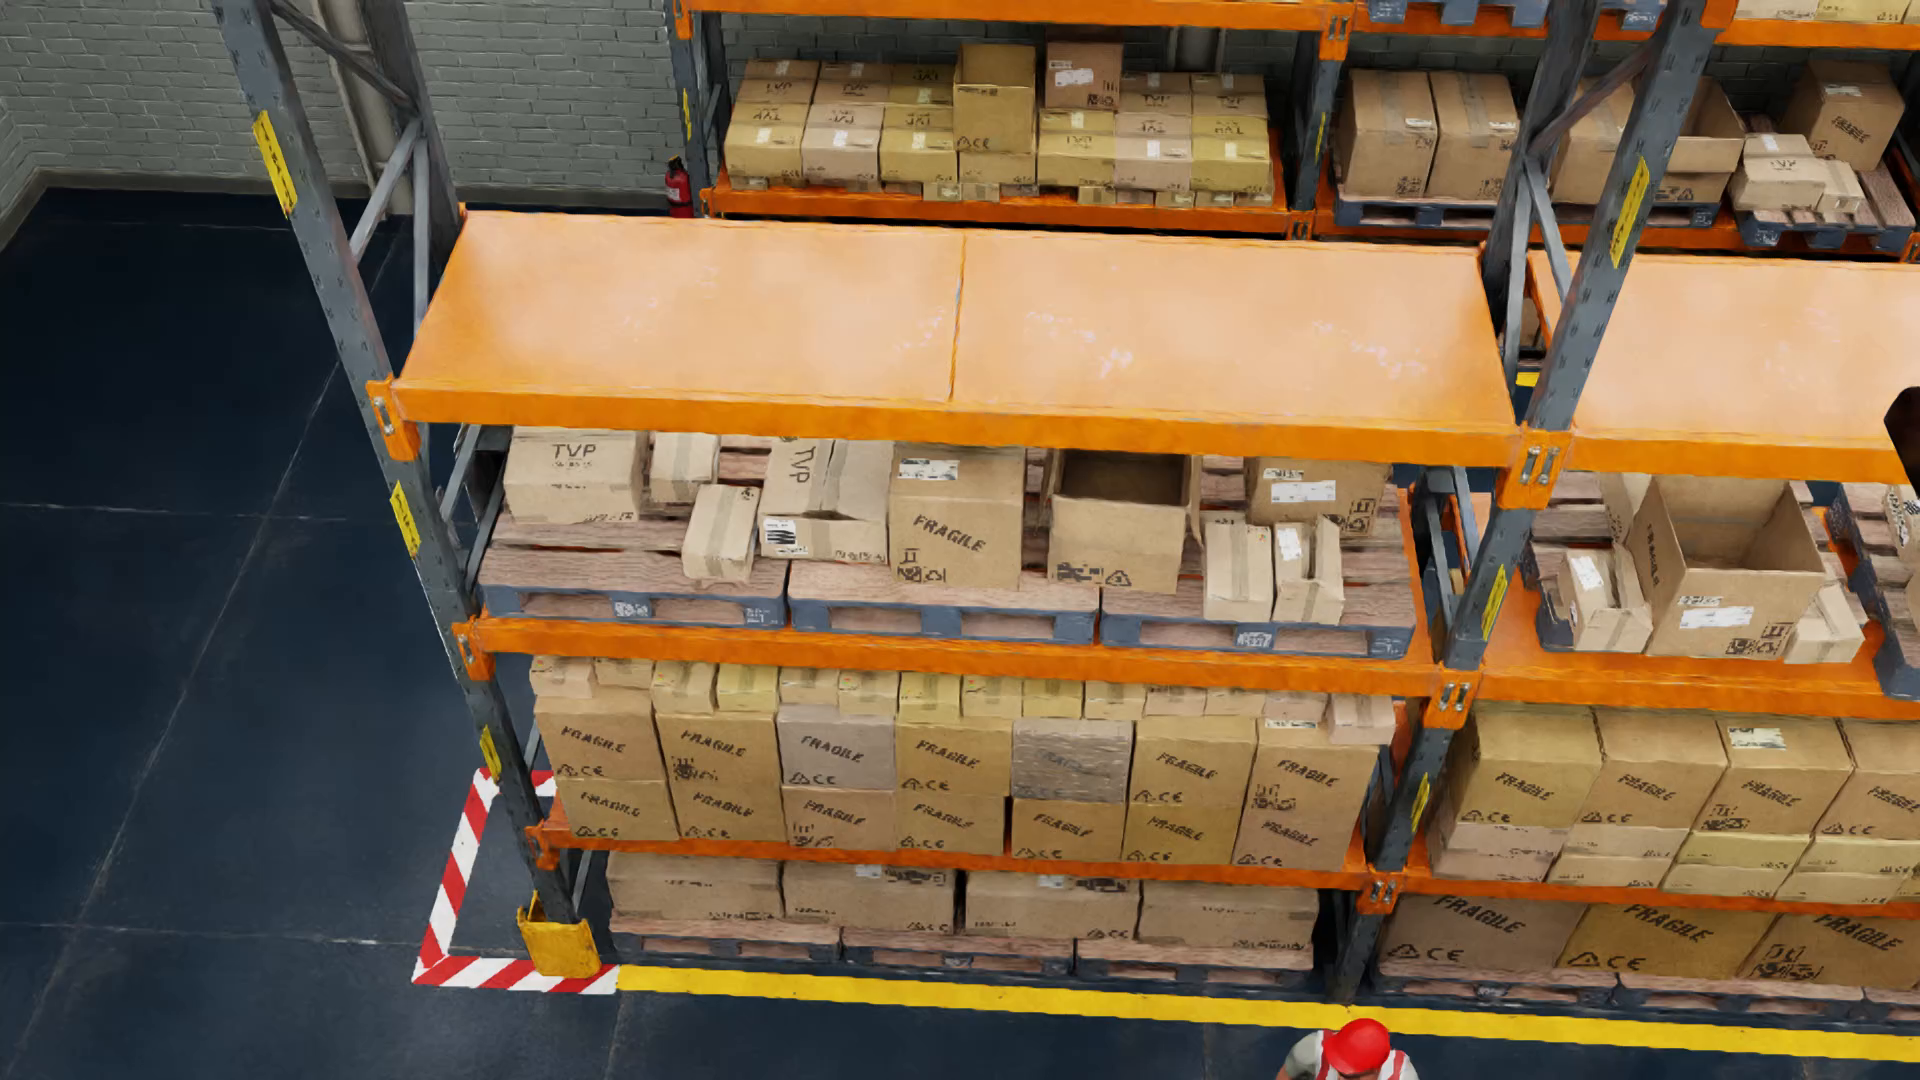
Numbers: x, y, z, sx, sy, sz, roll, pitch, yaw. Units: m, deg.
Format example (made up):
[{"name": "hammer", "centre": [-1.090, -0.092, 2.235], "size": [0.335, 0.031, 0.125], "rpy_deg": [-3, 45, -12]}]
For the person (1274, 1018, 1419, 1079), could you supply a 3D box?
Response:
[{"name": "person", "centre": [1.605, 2.560, 7.223], "size": [0.587, 1.826, 0.400], "rpy_deg": [14, 49, 13]}]
